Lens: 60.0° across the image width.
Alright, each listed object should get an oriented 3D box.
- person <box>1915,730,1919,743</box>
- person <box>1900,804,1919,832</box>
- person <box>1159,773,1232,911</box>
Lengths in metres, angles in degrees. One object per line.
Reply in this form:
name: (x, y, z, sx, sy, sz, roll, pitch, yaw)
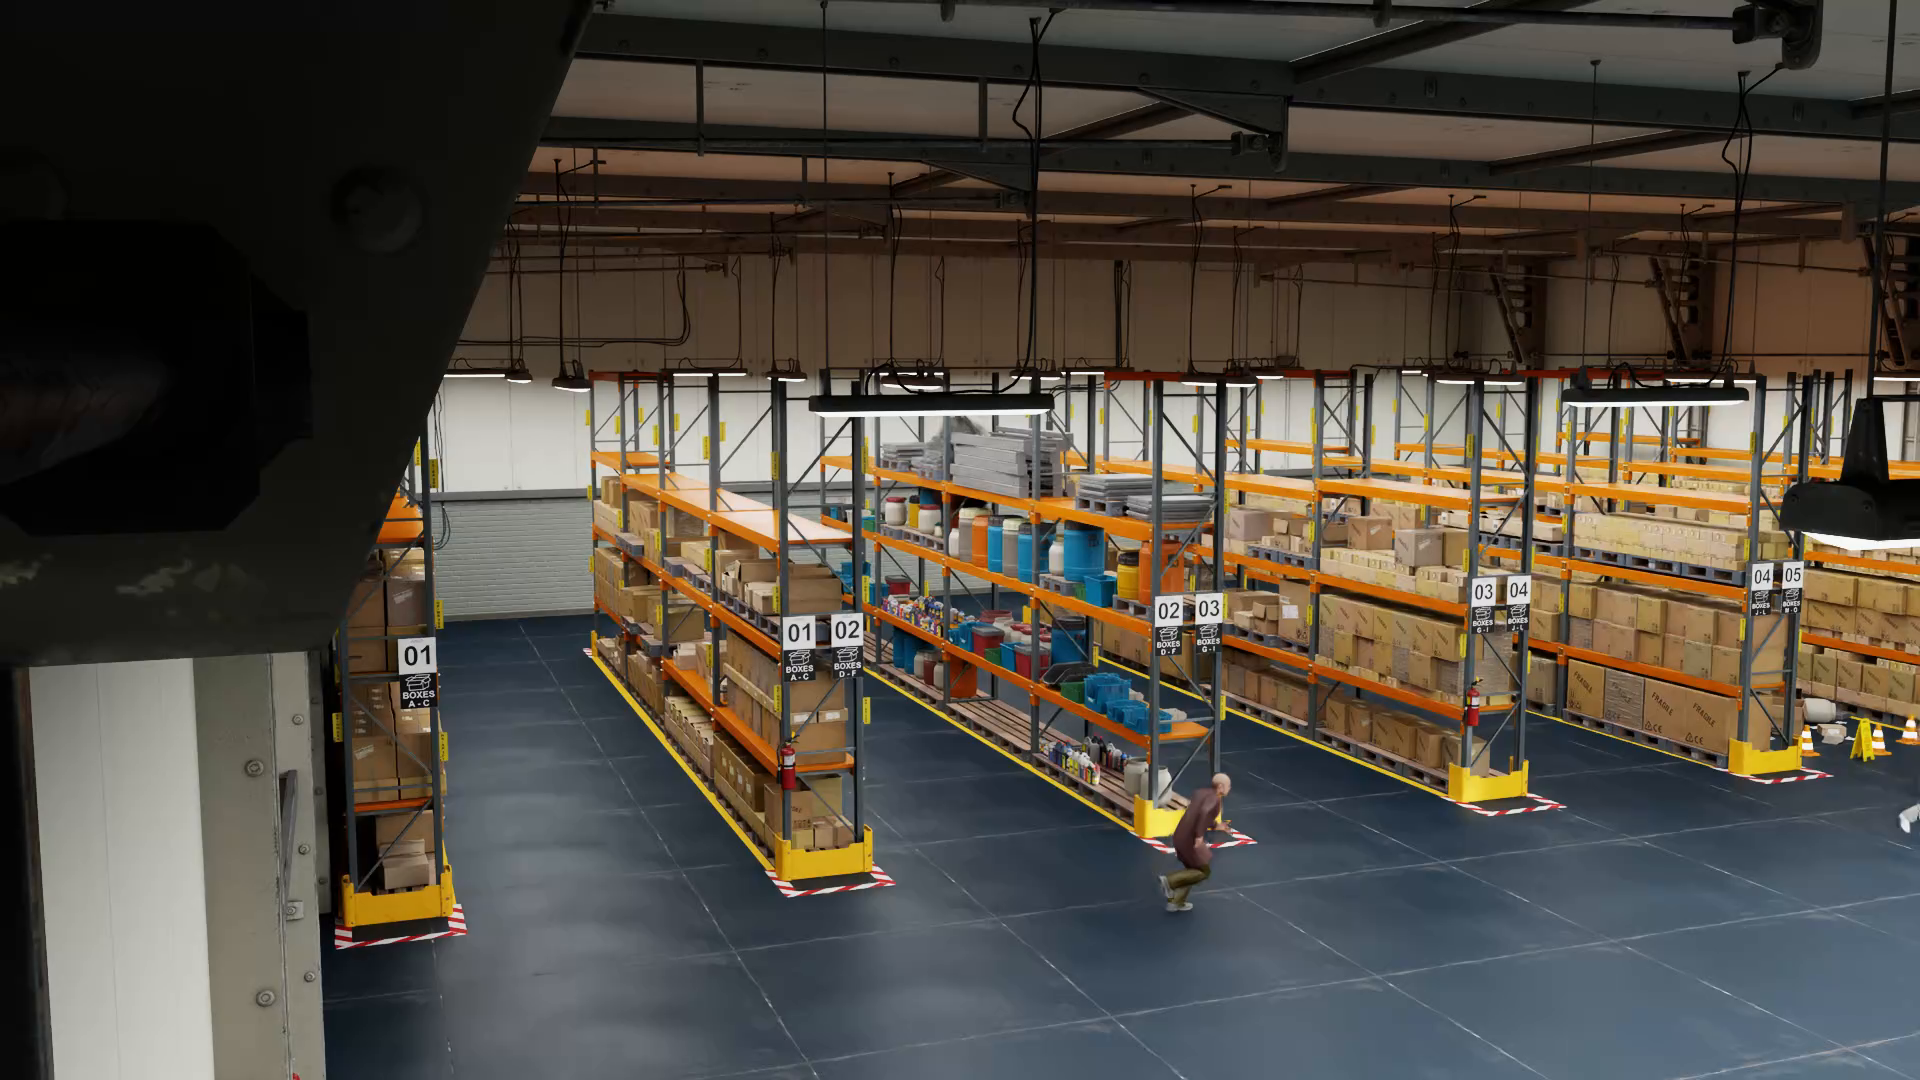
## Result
person: (14.230, 2.938, 23.945, 0.713, 1.515, 0.586, -3, 7, -24)
person: (12.731, 3.078, 21.778, 0.609, 1.645, 0.620, -6, 9, -41)
person: (2.697, 3.449, 18.862, 0.879, 1.591, 0.736, -1, 6, -10)
